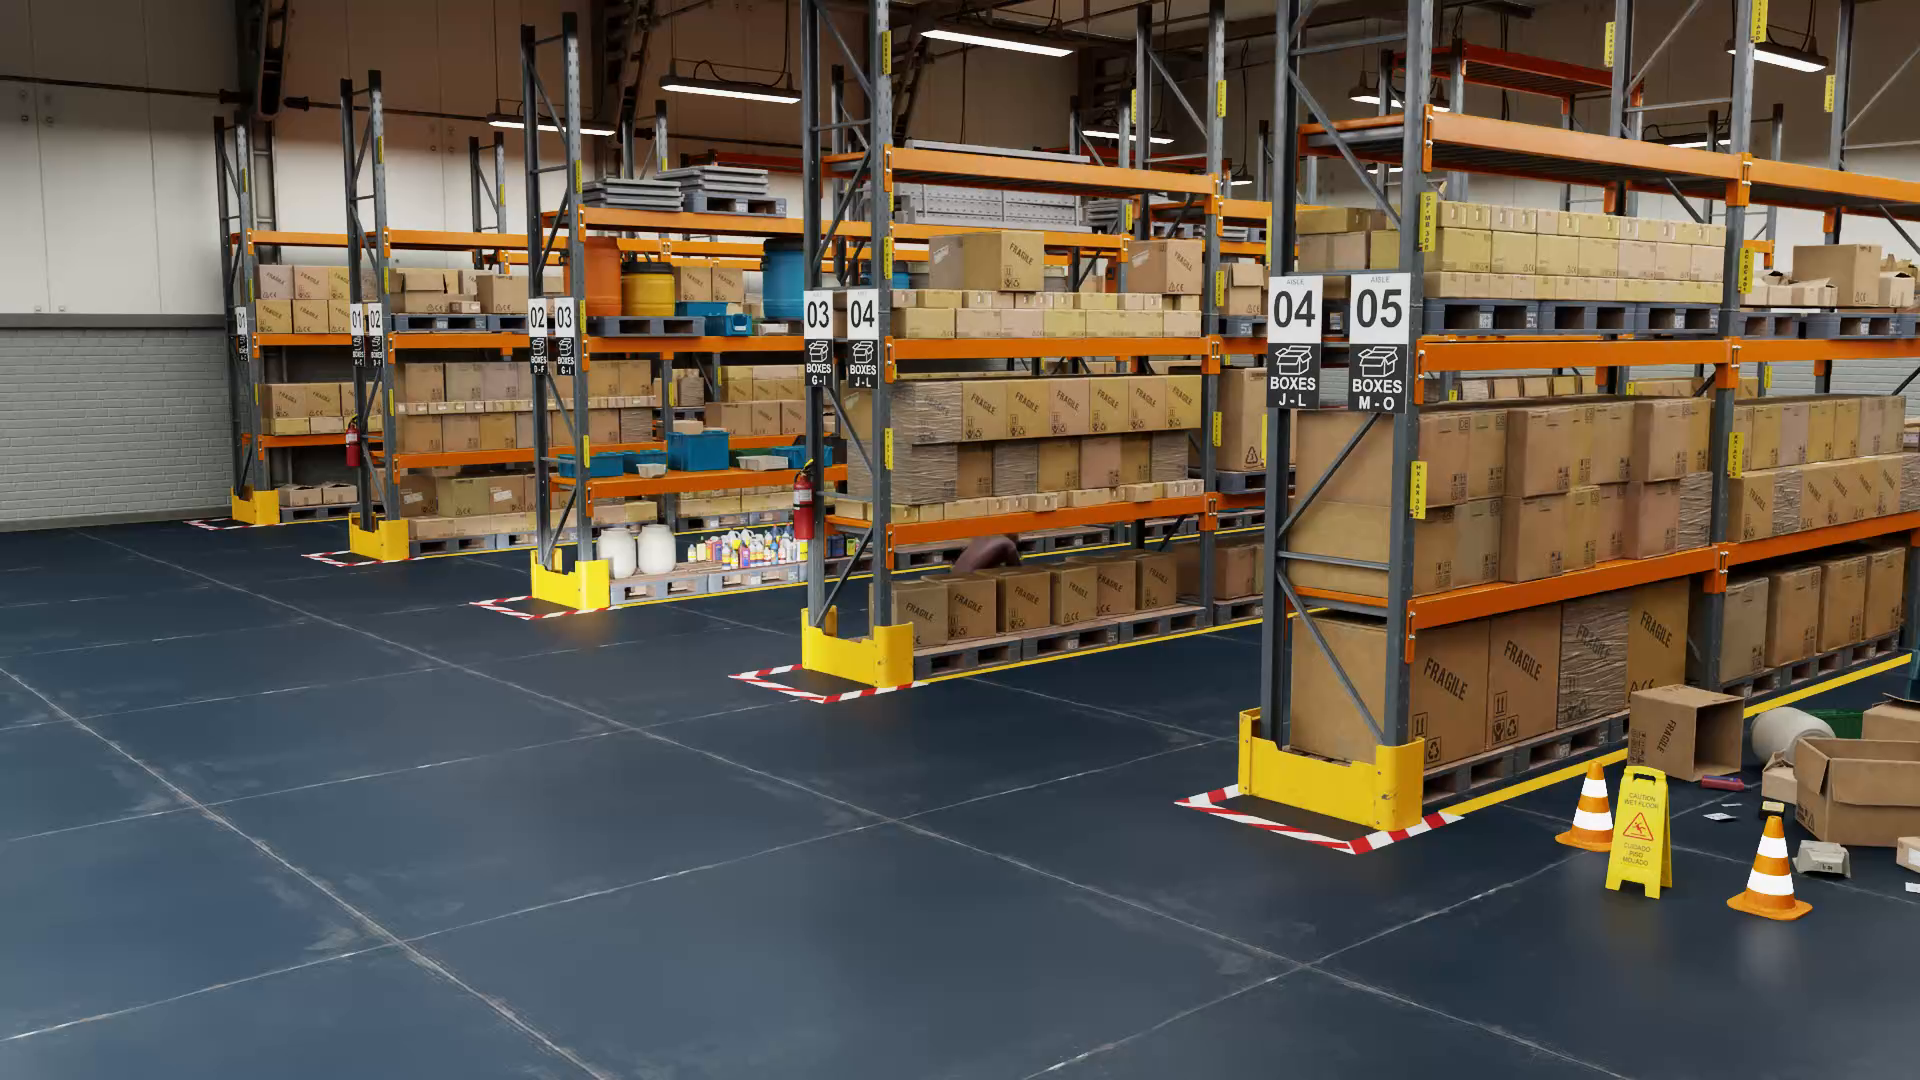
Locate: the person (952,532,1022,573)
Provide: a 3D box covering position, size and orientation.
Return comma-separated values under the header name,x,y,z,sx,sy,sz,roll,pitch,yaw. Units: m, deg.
name,x,y,z,sx,sy,sz,roll,pitch,yaw
person,0.308,0.349,16.676,0.915,0.876,0.604,-6,9,-40
